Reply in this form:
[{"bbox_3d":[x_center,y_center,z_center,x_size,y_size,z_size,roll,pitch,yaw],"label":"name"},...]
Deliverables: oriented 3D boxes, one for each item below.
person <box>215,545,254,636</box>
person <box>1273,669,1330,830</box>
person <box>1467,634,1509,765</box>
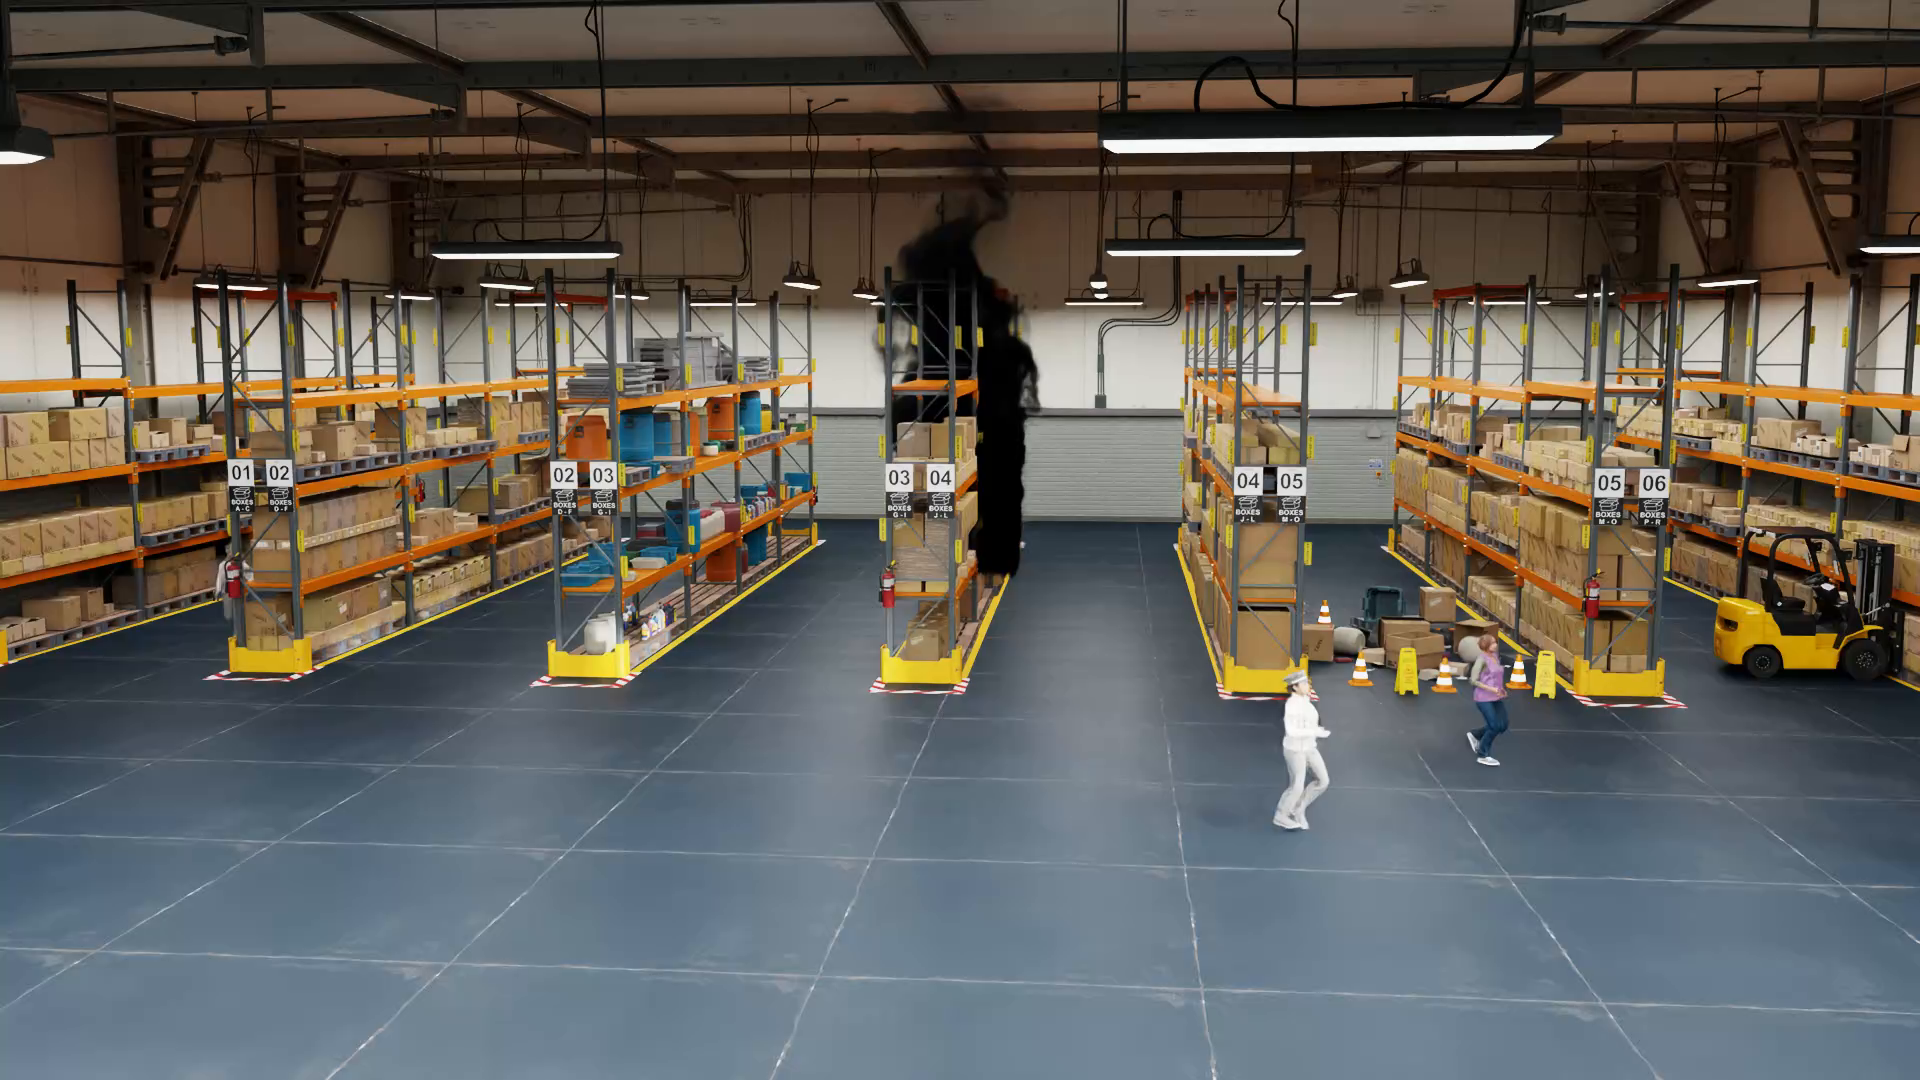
[{"bbox_3d":[-11.921,0.873,27.401,0.603,1.648,0.593,-1,7,-5],"label":"person"},{"bbox_3d":[3.493,2.136,16.836,0.614,1.685,0.596,5,9,35],"label":"person"},{"bbox_3d":[6.195,1.869,19.532,0.532,1.550,0.560,-6,9,-42],"label":"person"}]
